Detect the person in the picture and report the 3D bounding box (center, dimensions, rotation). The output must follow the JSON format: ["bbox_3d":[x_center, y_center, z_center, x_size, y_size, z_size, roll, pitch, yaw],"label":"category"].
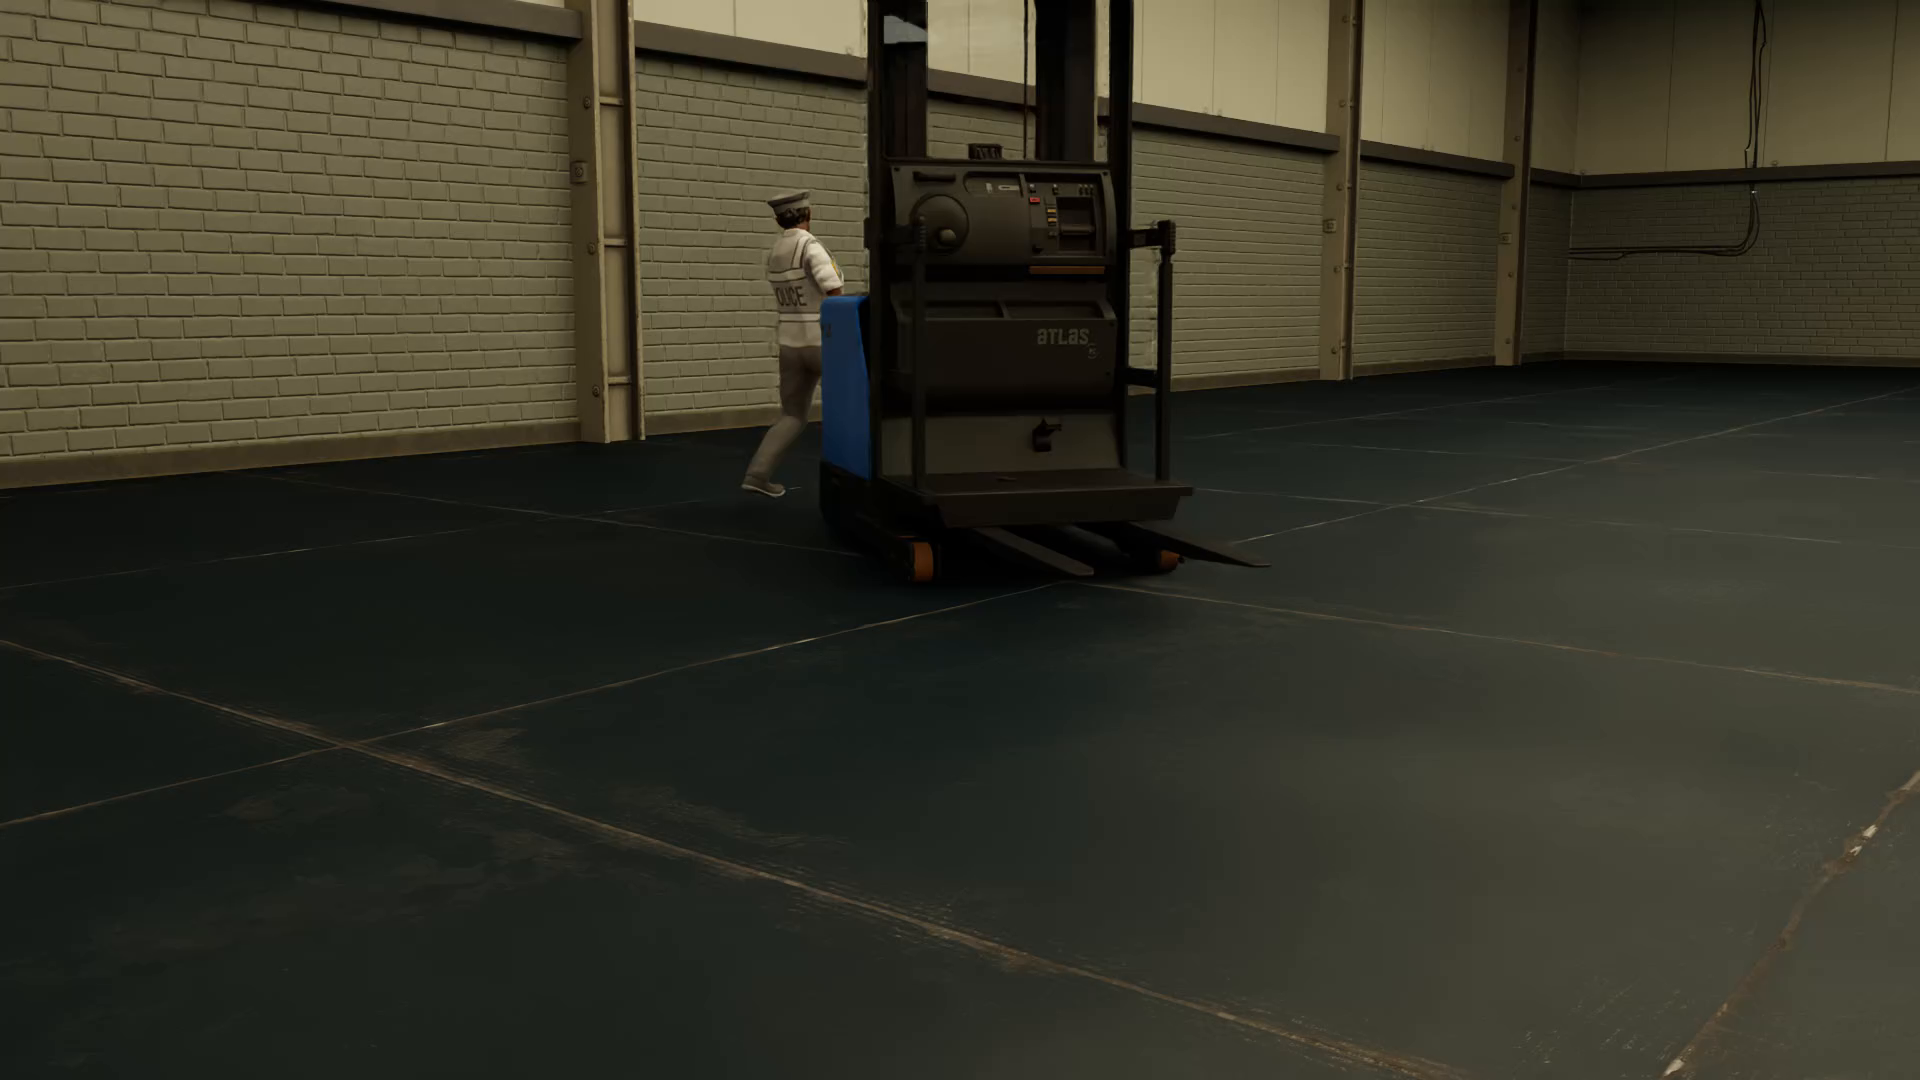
[{"bbox_3d":[-0.666,-0.973,8.351,0.643,1.563,0.741,8,11,42],"label":"person"}]

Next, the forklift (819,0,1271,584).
[{"bbox_3d":[0.243,-1.346,6.482,1.130,2.935,3.031,-2,9,-16],"label":"forklift"}]
